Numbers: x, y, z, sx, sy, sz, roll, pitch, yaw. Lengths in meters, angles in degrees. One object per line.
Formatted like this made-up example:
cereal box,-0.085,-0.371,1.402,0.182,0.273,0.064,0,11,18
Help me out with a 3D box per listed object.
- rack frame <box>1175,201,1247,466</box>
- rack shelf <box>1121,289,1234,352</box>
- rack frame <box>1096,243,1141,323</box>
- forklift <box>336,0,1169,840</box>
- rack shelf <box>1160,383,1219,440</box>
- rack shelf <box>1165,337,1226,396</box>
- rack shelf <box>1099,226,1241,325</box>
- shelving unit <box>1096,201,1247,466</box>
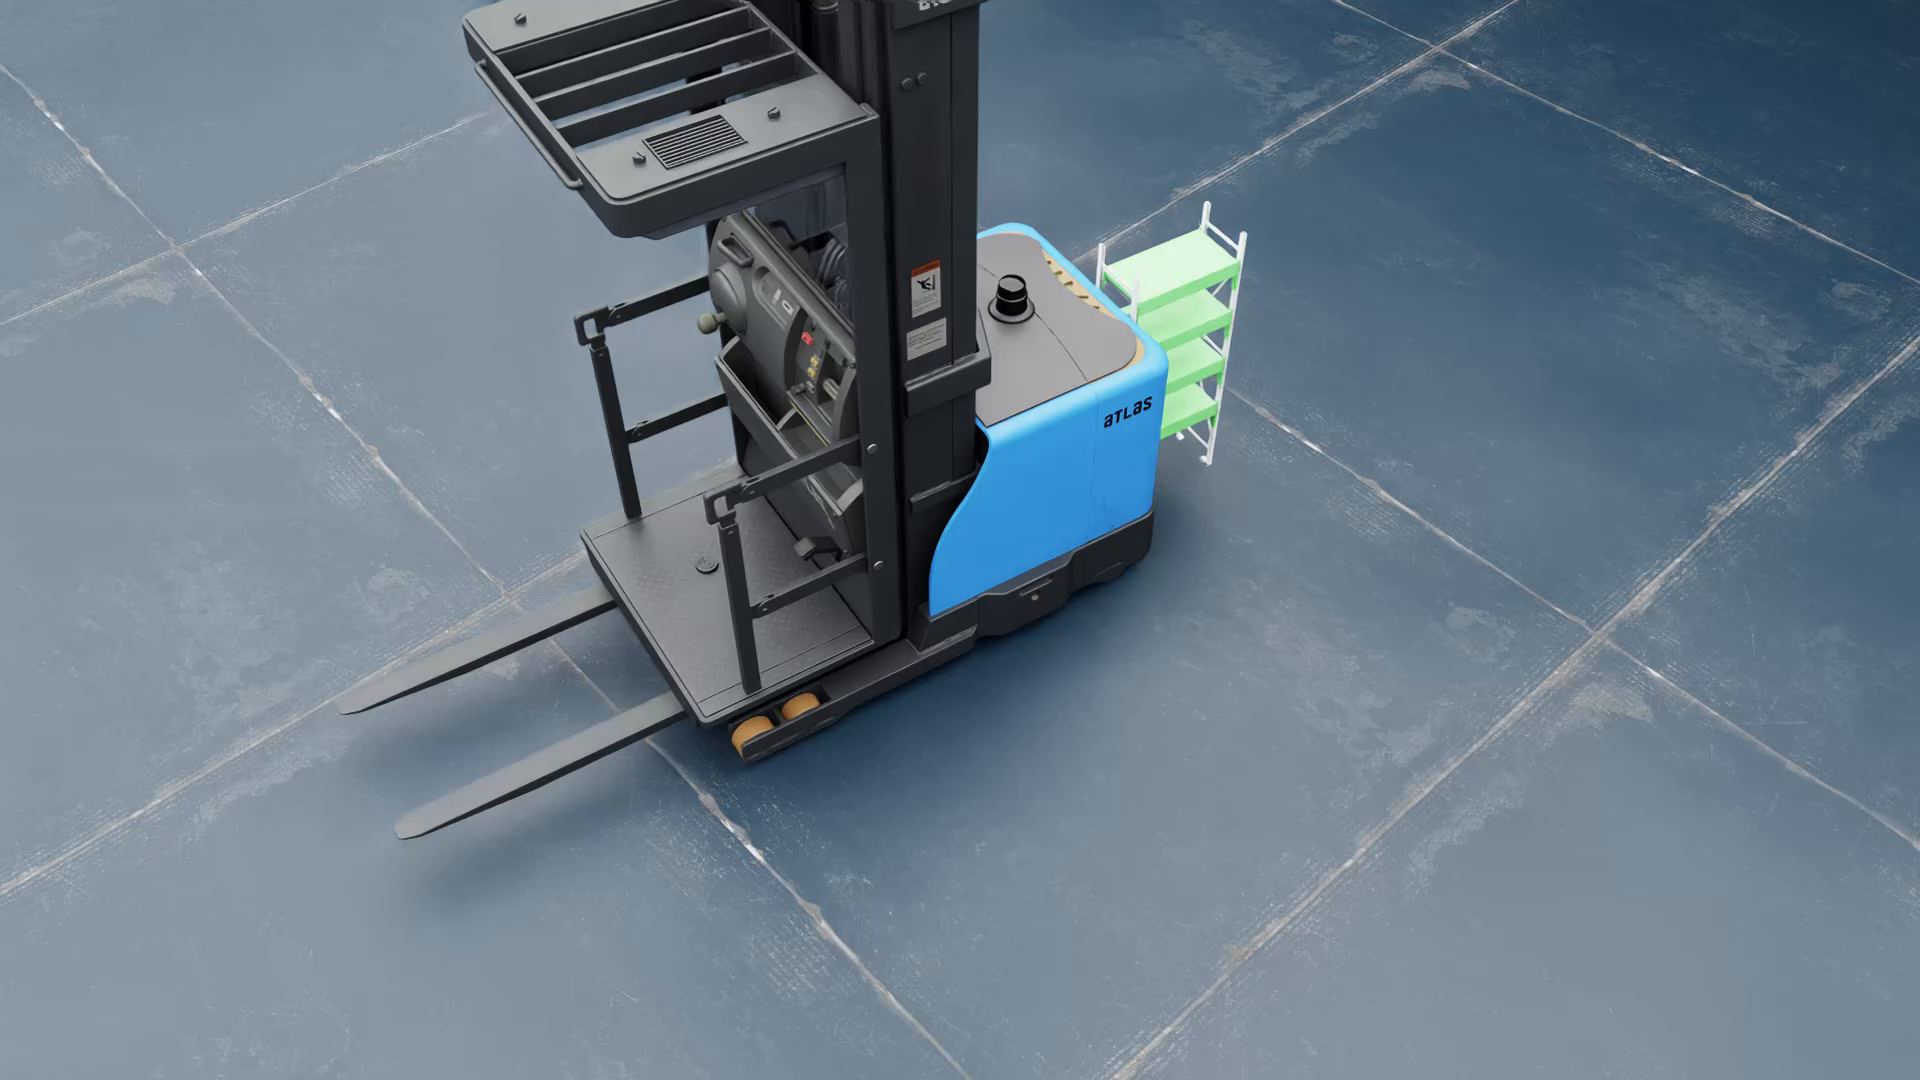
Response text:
rack frame,0.995,-0.800,6.672,0.015,1.200,0.240,-25,52,-21
rack shelf,0.788,-0.824,6.454,0.480,0.148,0.258,-25,52,-21
rack frame,0.581,-0.609,6.496,0.015,1.200,0.240,-25,52,-21
forklift,-0.760,-0.644,5.350,3.031,2.935,1.130,-25,52,-21
rack shelf,0.788,-0.498,6.807,0.480,0.148,0.258,-25,52,-21
rack shelf,0.788,-0.661,6.631,0.480,0.148,0.258,-25,52,-21
rack shelf,0.788,-0.987,6.278,0.480,0.148,0.258,-25,52,-21
shelving unit,0.788,-0.705,6.584,0.503,1.200,0.258,-25,52,-21
